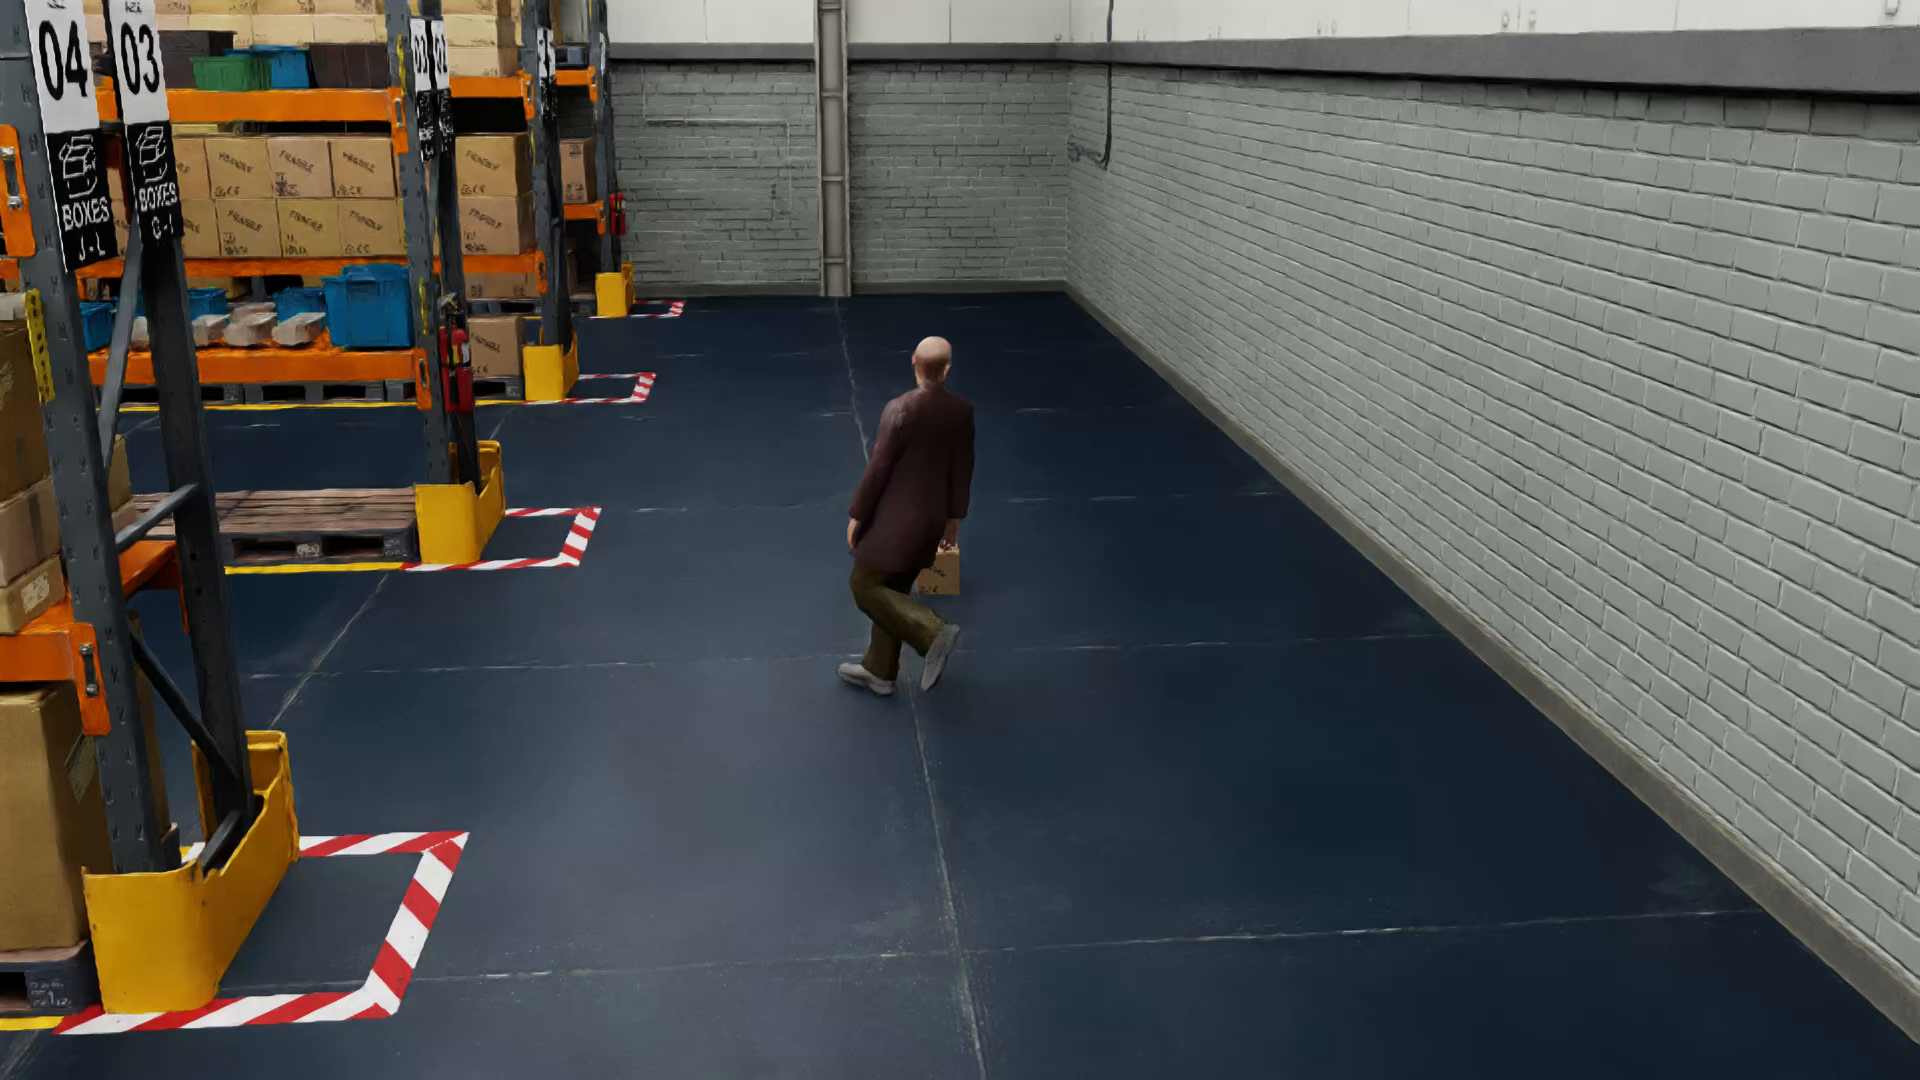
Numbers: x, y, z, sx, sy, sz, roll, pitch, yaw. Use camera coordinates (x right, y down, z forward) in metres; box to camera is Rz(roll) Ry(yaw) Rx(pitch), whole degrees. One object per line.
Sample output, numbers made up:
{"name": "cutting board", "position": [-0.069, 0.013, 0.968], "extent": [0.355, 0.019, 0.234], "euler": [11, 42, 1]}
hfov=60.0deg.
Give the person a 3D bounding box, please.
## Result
{"name": "person", "position": [-0.226, -0.103, 7.956], "extent": [0.776, 1.740, 0.646], "euler": [14, 21, 39]}
